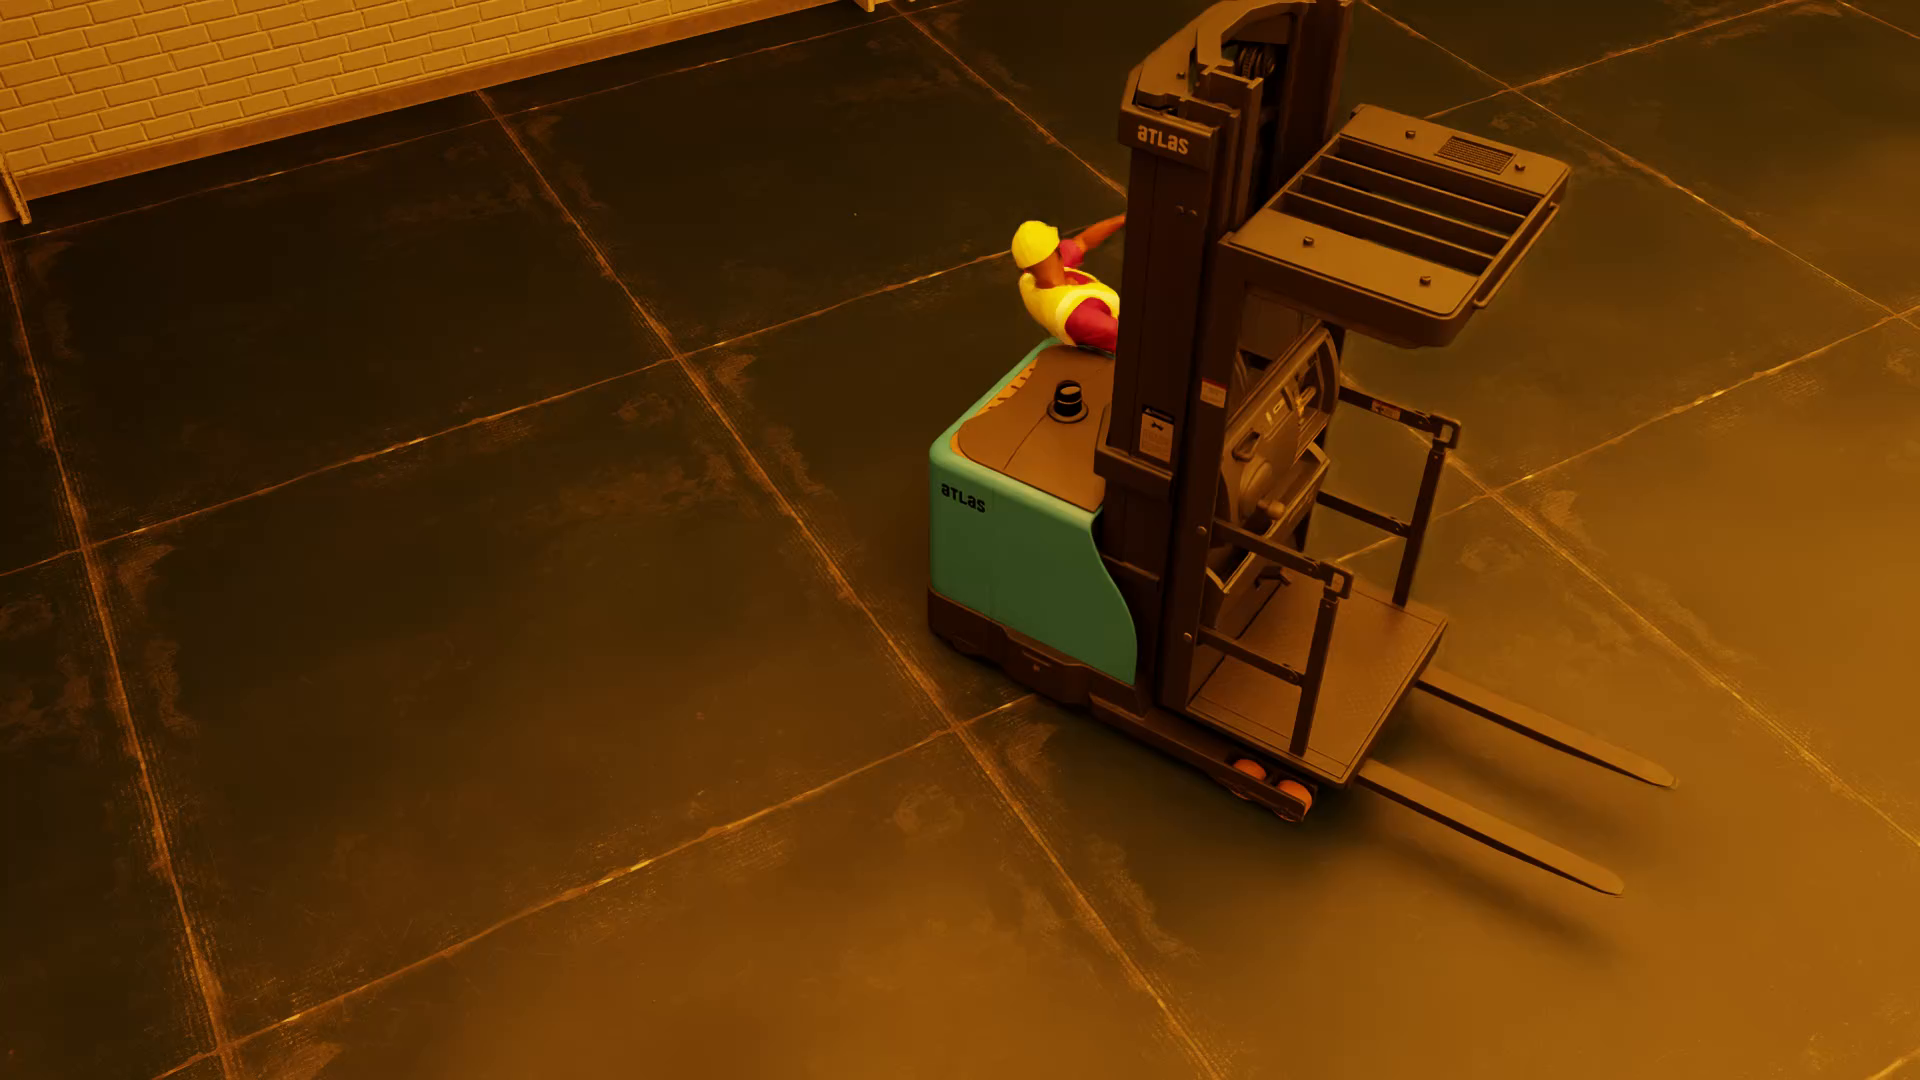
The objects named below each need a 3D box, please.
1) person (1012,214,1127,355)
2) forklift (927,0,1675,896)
[{"bbox_3d":[0.726,-0.741,7.513,1.062,1.519,0.777,33,52,31],"label":"person"},{"bbox_3d":[1.364,-0.368,6.095,3.031,2.935,1.130,25,48,24],"label":"forklift"}]
